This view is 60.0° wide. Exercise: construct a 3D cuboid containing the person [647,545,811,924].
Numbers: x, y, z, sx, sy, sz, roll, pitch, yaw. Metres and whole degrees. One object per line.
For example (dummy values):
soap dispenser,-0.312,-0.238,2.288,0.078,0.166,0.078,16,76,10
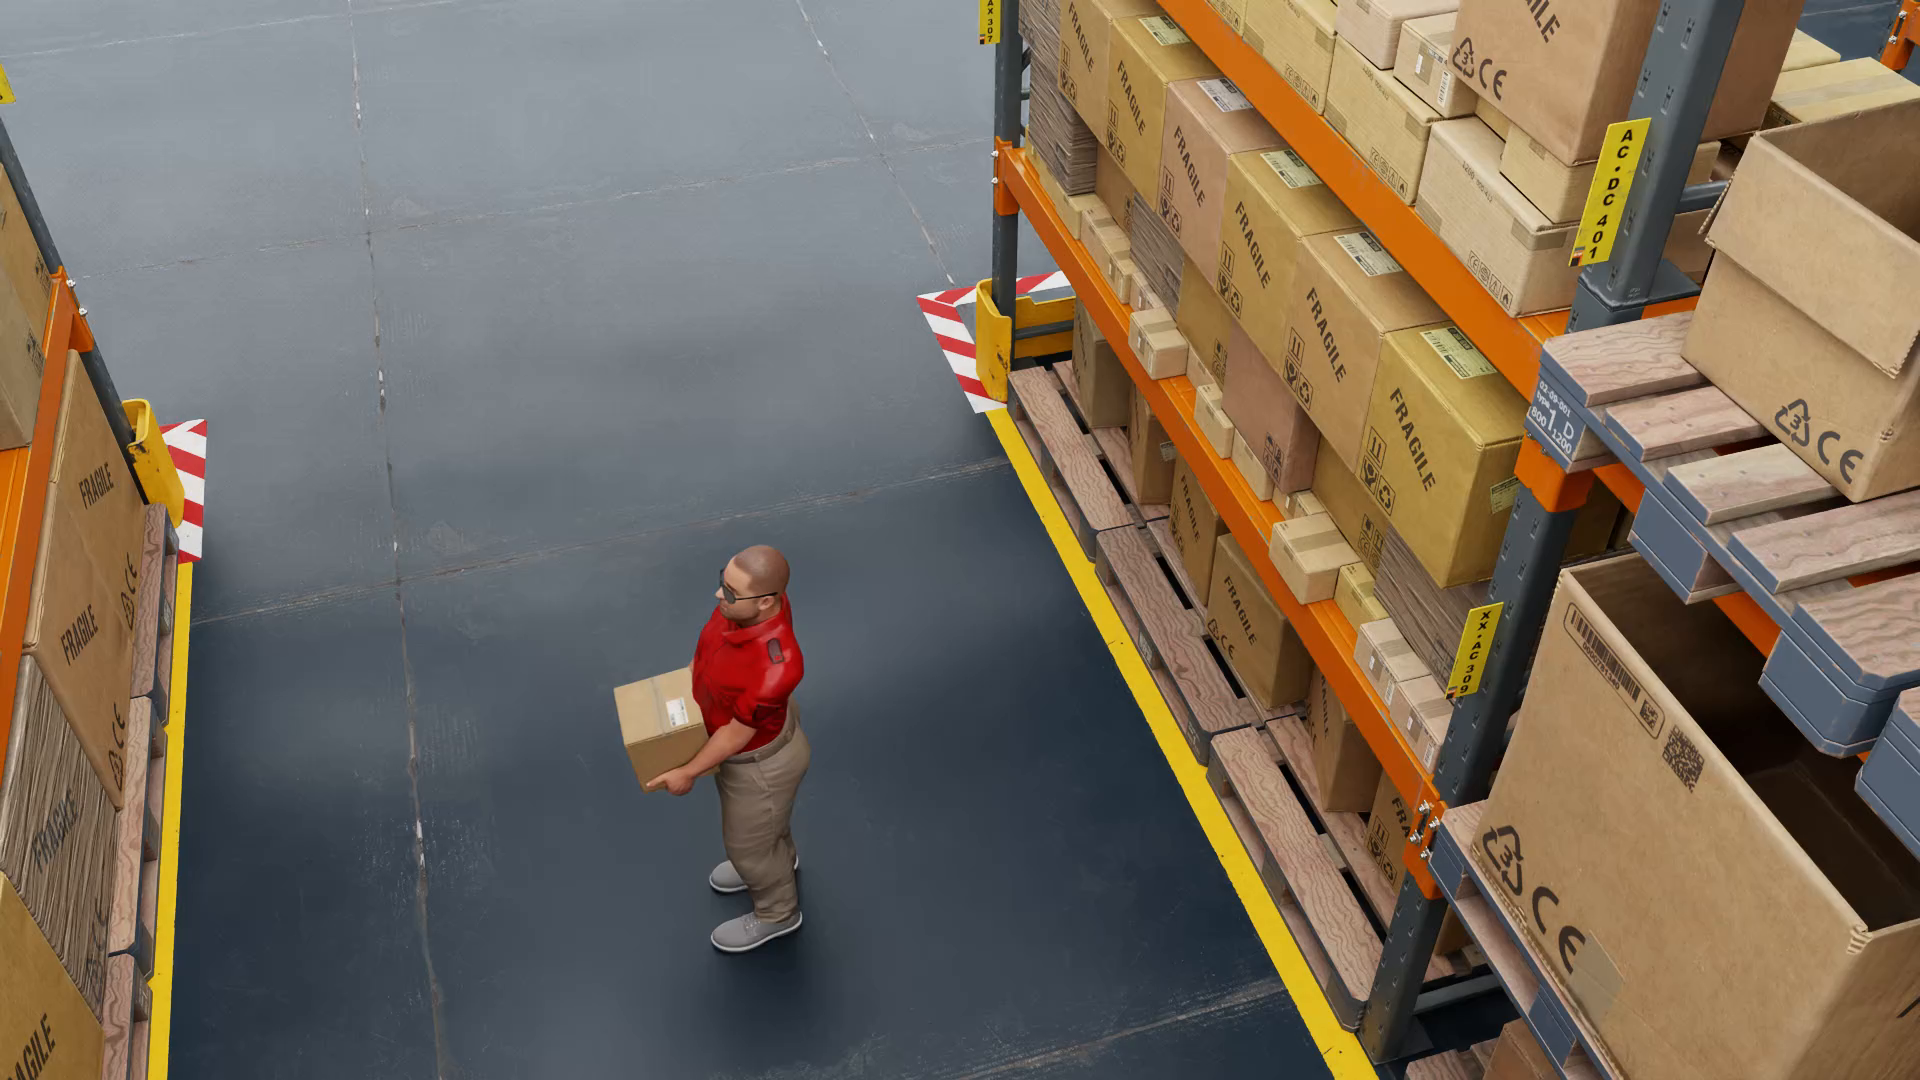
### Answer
person,-0.759,0.672,5.381,0.538,1.641,0.494,-11,43,-12
